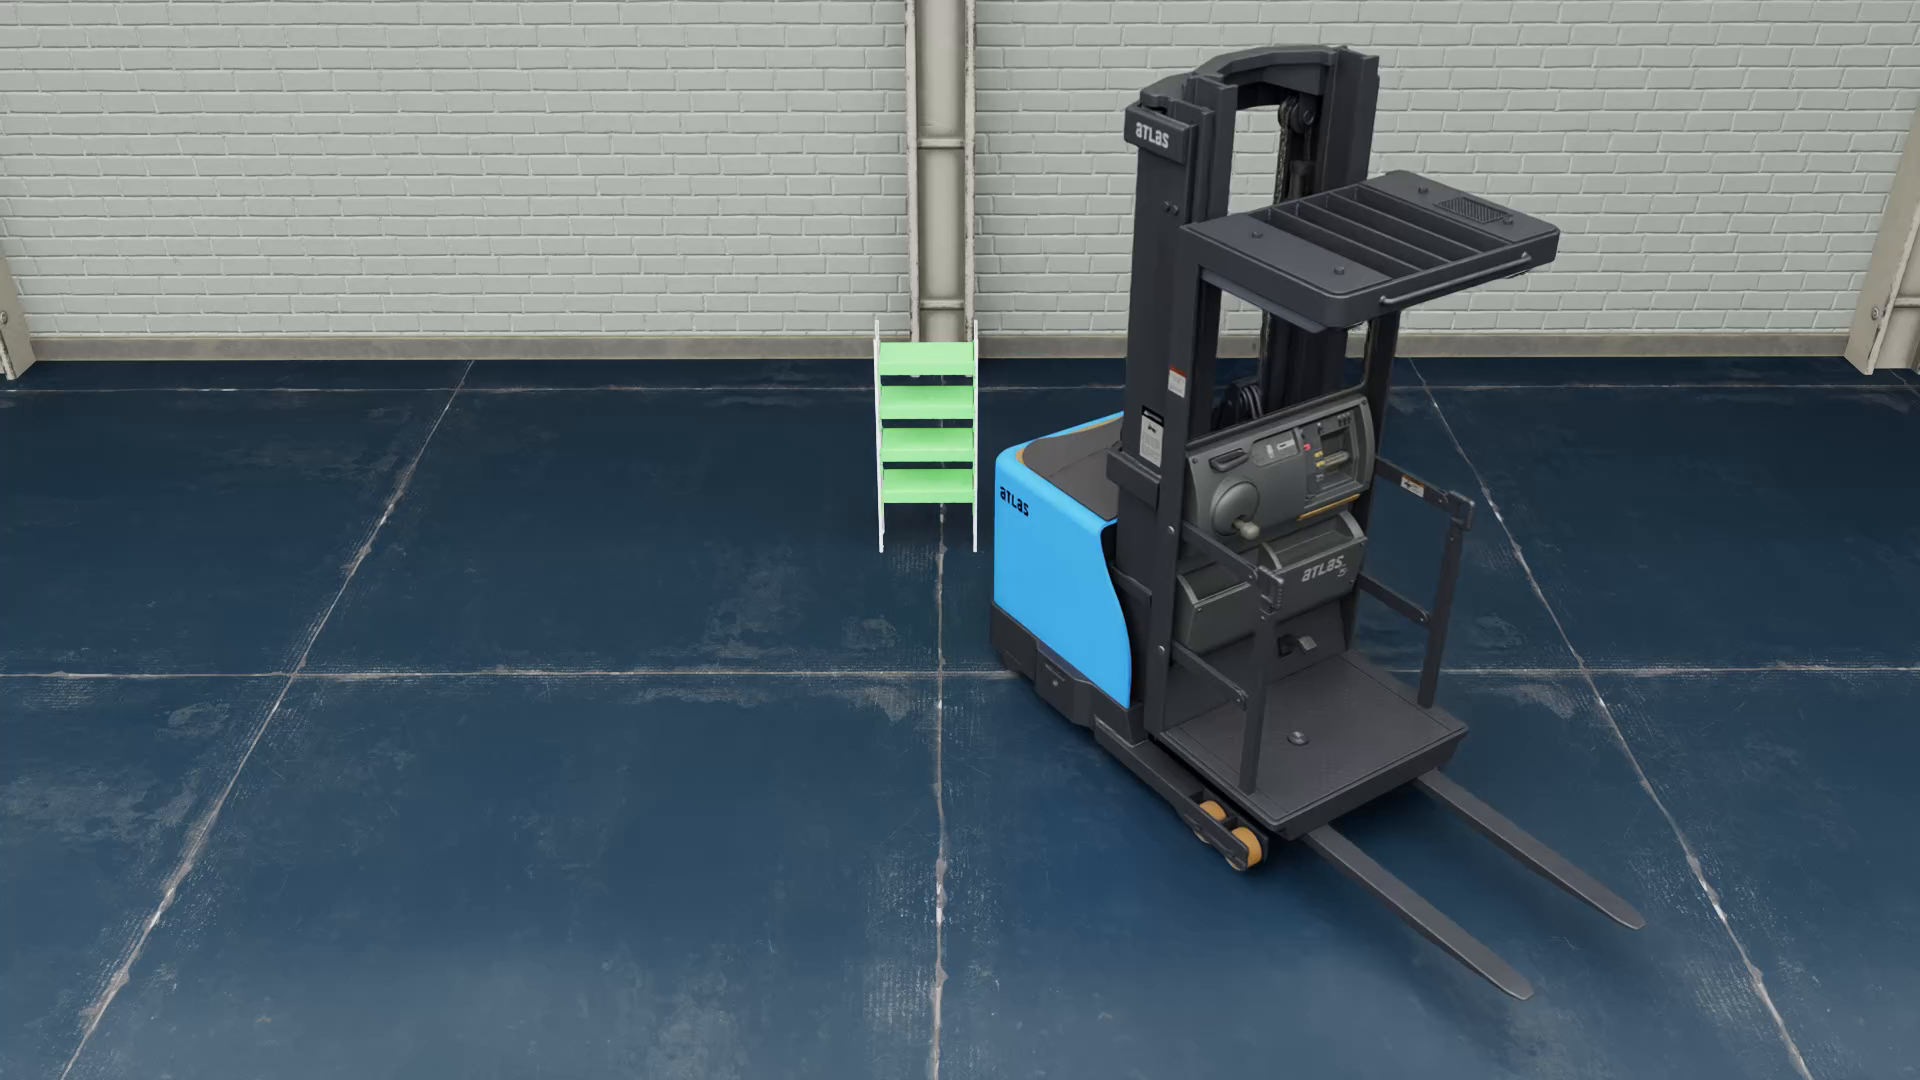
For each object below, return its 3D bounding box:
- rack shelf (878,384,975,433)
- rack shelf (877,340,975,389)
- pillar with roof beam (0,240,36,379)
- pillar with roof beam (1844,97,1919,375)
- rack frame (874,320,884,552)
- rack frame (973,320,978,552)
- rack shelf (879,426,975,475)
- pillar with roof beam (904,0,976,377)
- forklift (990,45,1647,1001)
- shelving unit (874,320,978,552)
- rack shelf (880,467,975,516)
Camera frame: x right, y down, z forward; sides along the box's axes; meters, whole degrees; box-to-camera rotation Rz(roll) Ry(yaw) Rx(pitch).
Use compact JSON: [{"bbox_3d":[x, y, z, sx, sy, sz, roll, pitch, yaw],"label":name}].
[{"bbox_3d":[-0.166,-0.663,8.347,0.480,0.148,0.258,0,31,0],"label":"rack shelf"},{"bbox_3d":[-0.166,-0.868,8.222,0.480,0.148,0.258,0,31,0],"label":"rack shelf"},{"bbox_3d":[-6.086,-2.699,4.524,0.400,9.000,9.100,0,31,0],"label":"pillar with roof beam"},{"bbox_3d":[5.914,-2.737,4.586,0.400,9.000,9.100,0,31,0],"label":"pillar with roof beam"},{"bbox_3d":[-0.410,-0.512,8.437,0.015,1.200,0.240,0,31,0],"label":"rack frame"},{"bbox_3d":[0.078,-0.513,8.439,0.015,1.200,0.240,0,31,0],"label":"rack frame"},{"bbox_3d":[-0.166,-0.458,8.471,0.480,0.148,0.258,0,31,0],"label":"rack shelf"},{"bbox_3d":[-0.086,-2.718,4.555,0.400,9.000,9.100,0,31,0],"label":"pillar with roof beam"},{"bbox_3d":[1.375,-0.229,6.302,1.130,2.935,3.031,-19,36,-28],"label":"forklift"},{"bbox_3d":[-0.166,-0.512,8.438,0.503,1.200,0.258,0,31,0],"label":"shelving unit"},{"bbox_3d":[-0.166,-0.253,8.596,0.480,0.148,0.258,0,31,0],"label":"rack shelf"}]
